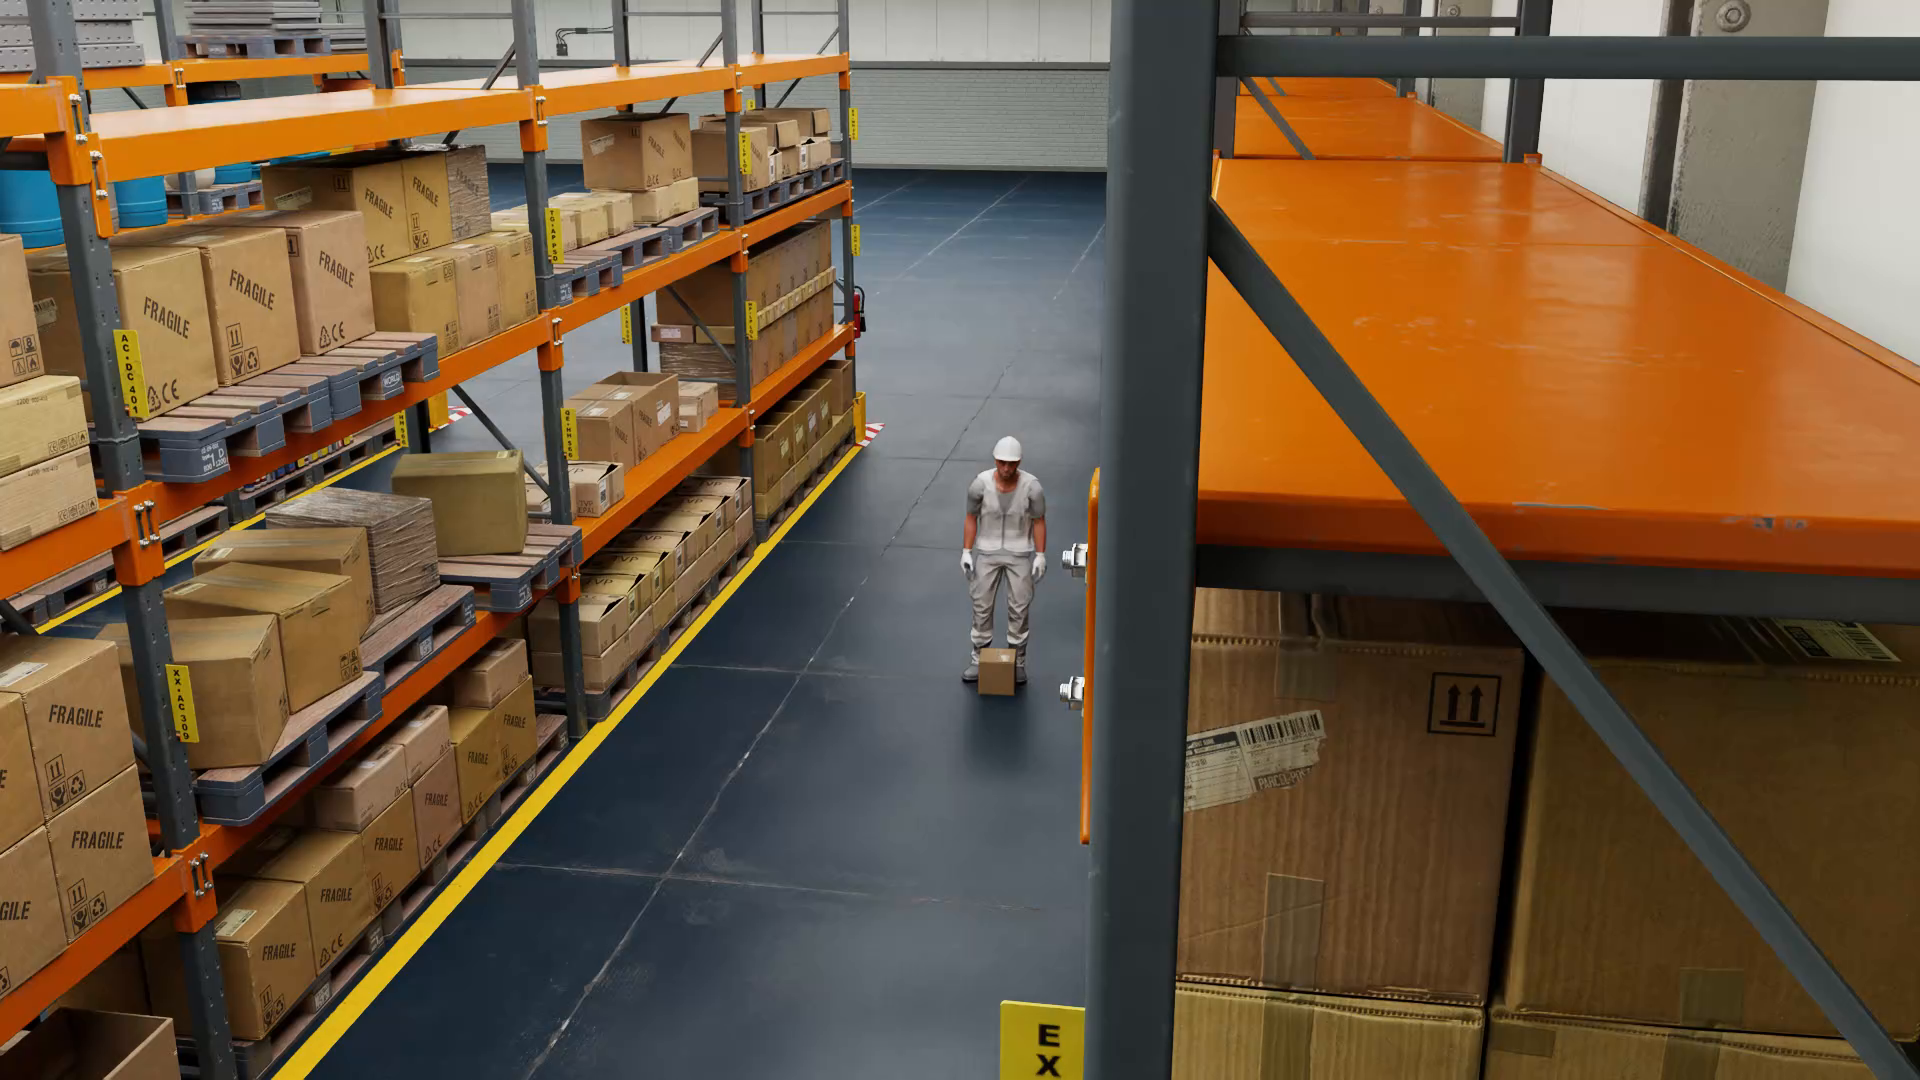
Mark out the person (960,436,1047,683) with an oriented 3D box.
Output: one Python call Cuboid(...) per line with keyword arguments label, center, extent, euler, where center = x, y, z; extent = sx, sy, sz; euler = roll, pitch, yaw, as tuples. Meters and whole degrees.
Cuboid(label="person", center=(0.306, 0.129, 11.627), extent=(0.610, 1.777, 0.452), euler=(2, 18, 6))
